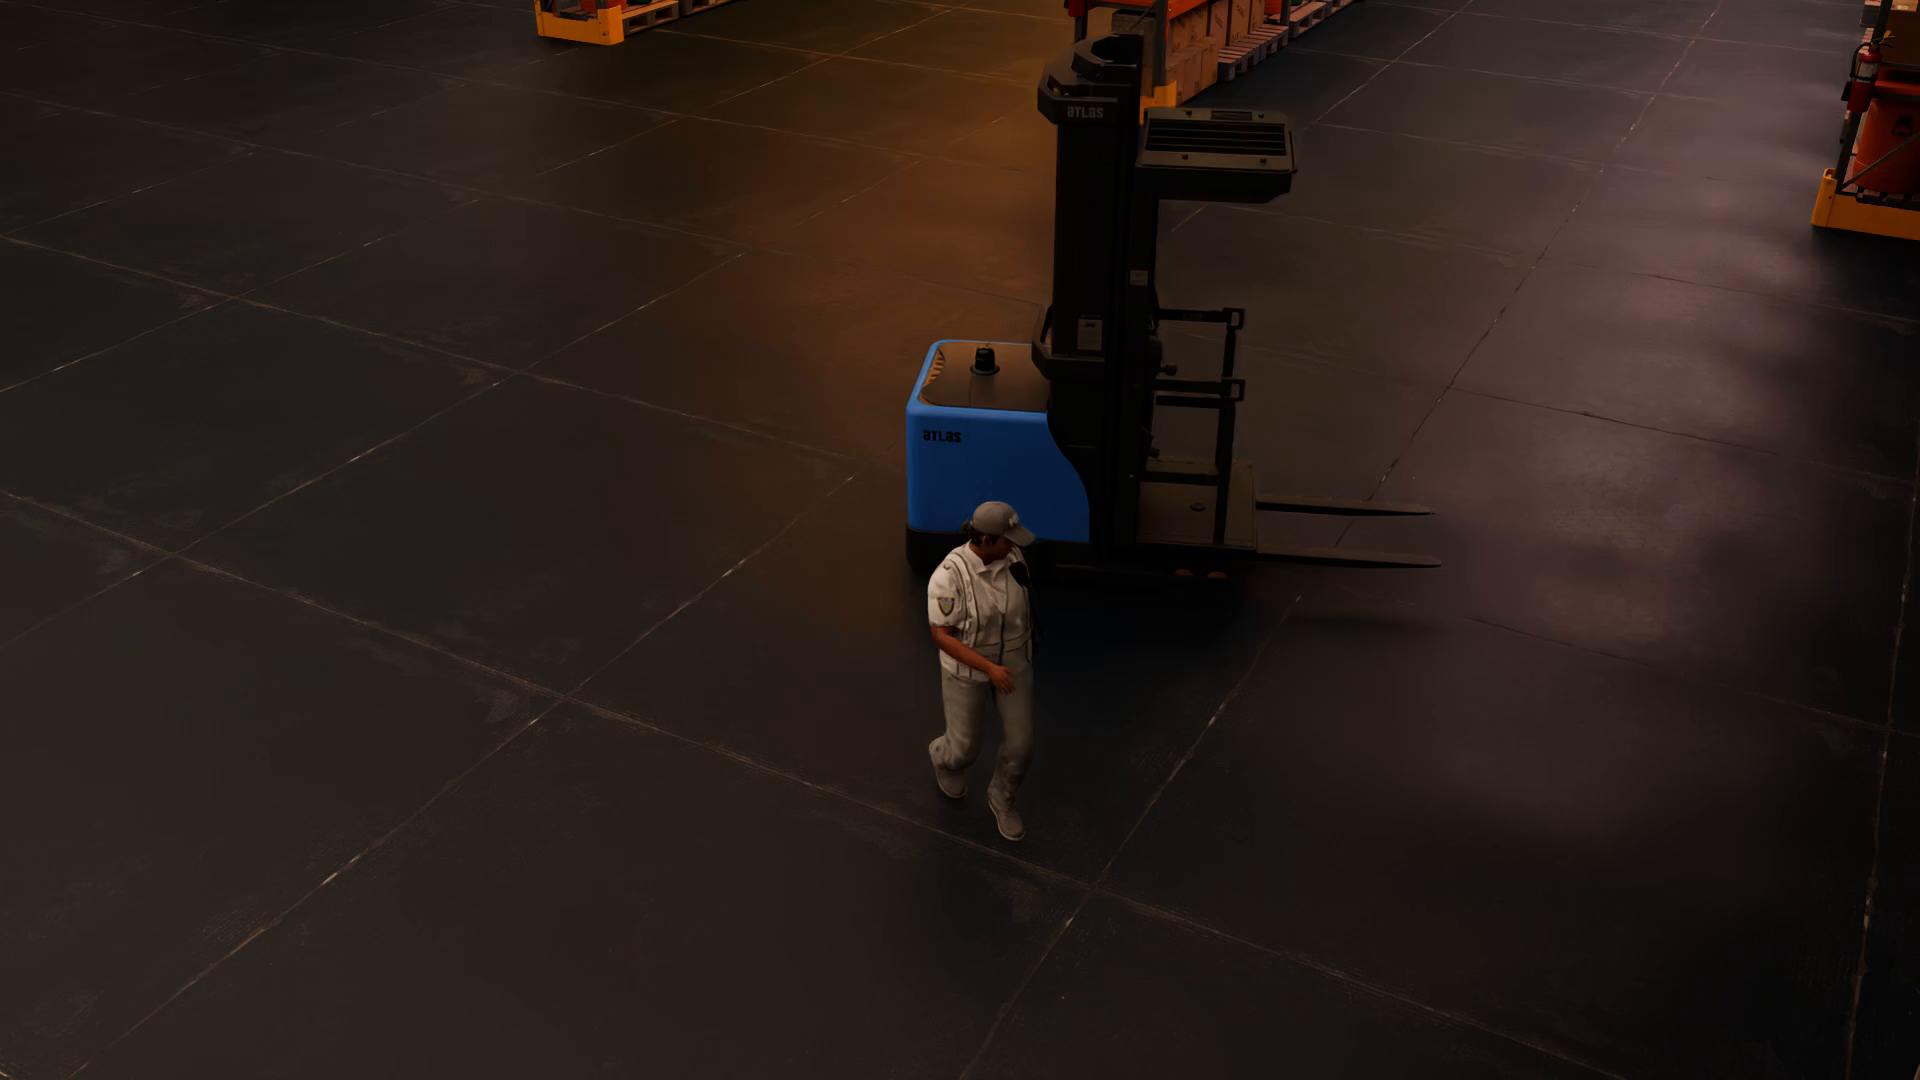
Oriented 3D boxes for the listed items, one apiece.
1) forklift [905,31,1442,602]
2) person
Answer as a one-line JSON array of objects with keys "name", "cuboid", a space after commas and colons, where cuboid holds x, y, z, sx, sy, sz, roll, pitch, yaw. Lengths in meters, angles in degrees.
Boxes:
[{"name": "forklift", "cuboid": [1.246, -1.207, 9.161, 3.031, 2.935, 1.130, 4, 30, 7]}, {"name": "person", "cuboid": [0.153, 0.559, 7.447, 0.630, 1.605, 0.595, -10, 31, -16]}]
